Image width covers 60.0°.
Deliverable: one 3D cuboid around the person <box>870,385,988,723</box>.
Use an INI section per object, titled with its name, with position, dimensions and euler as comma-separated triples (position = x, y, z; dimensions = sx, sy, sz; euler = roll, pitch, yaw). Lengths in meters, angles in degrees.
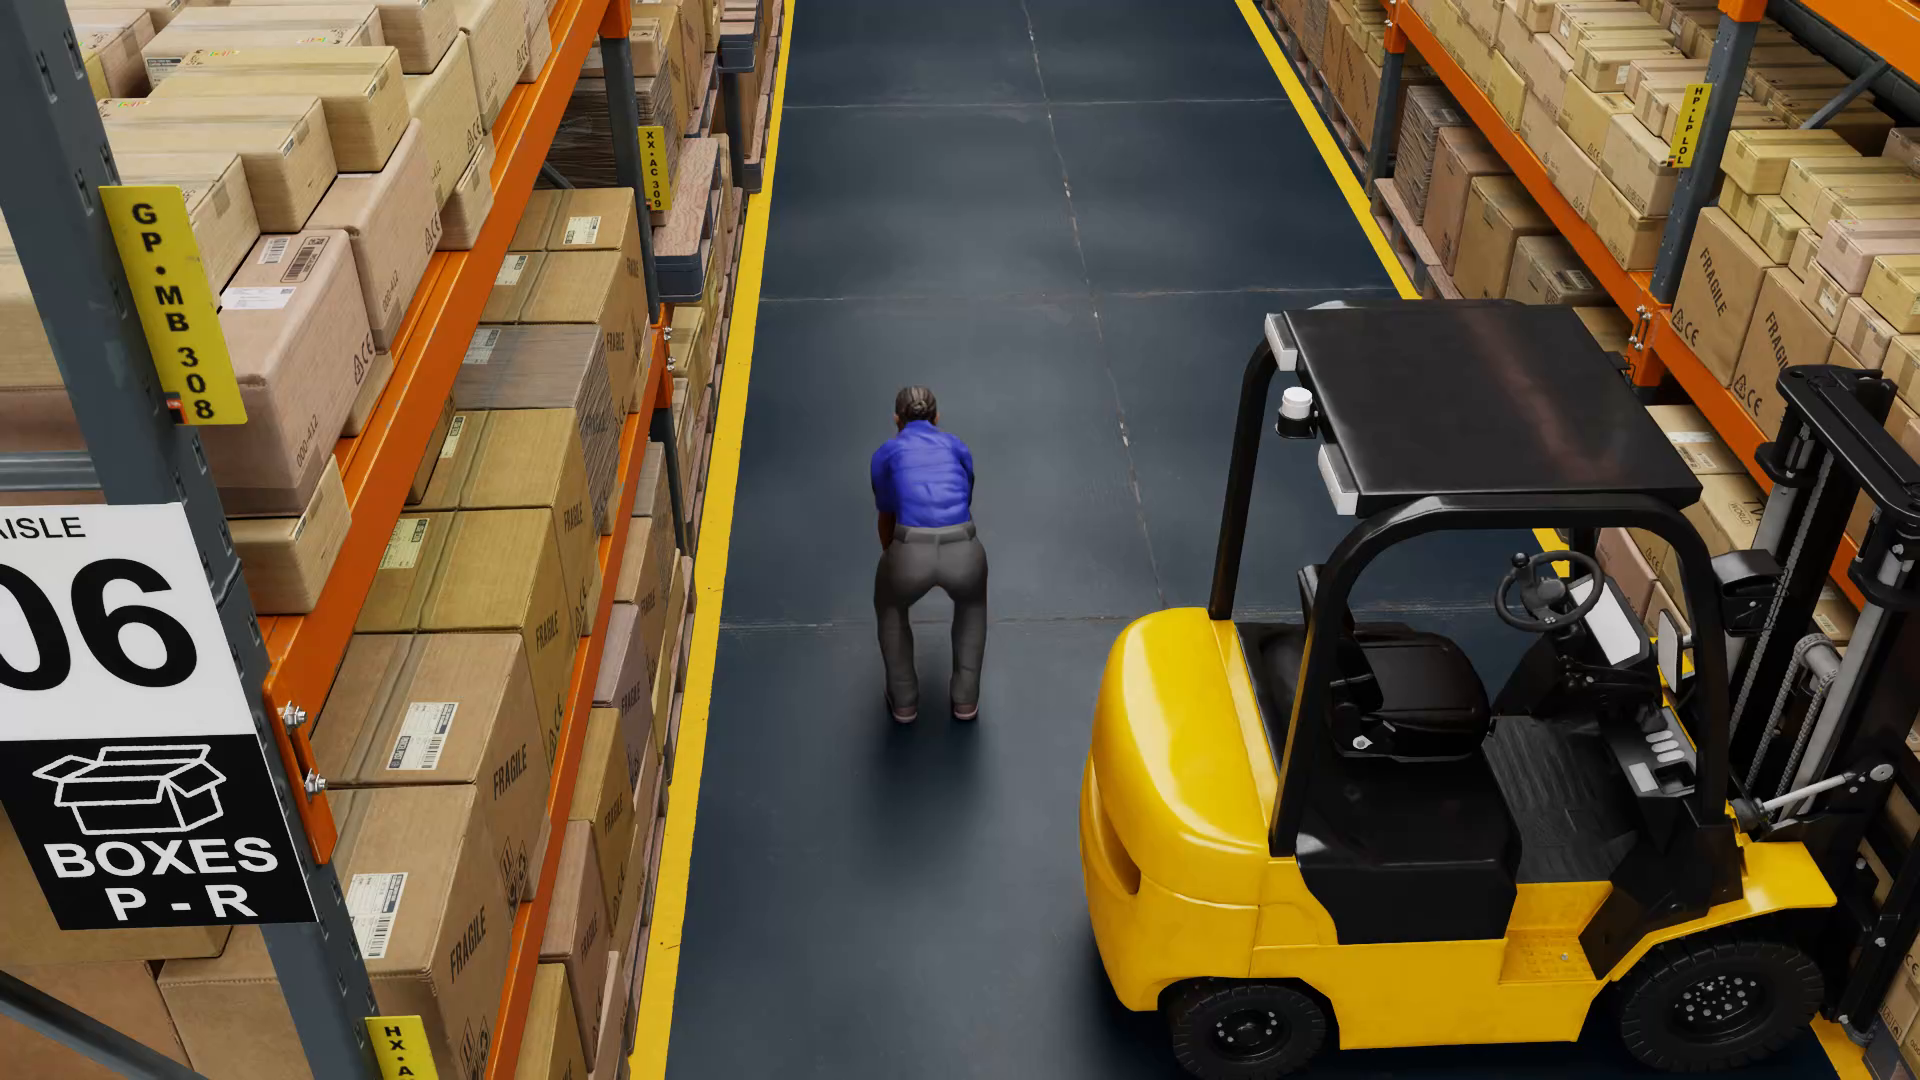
[person]
position = -0.123, 0.073, 6.487
dimensions = 0.444, 1.153, 0.840
euler = -3, 36, -5
